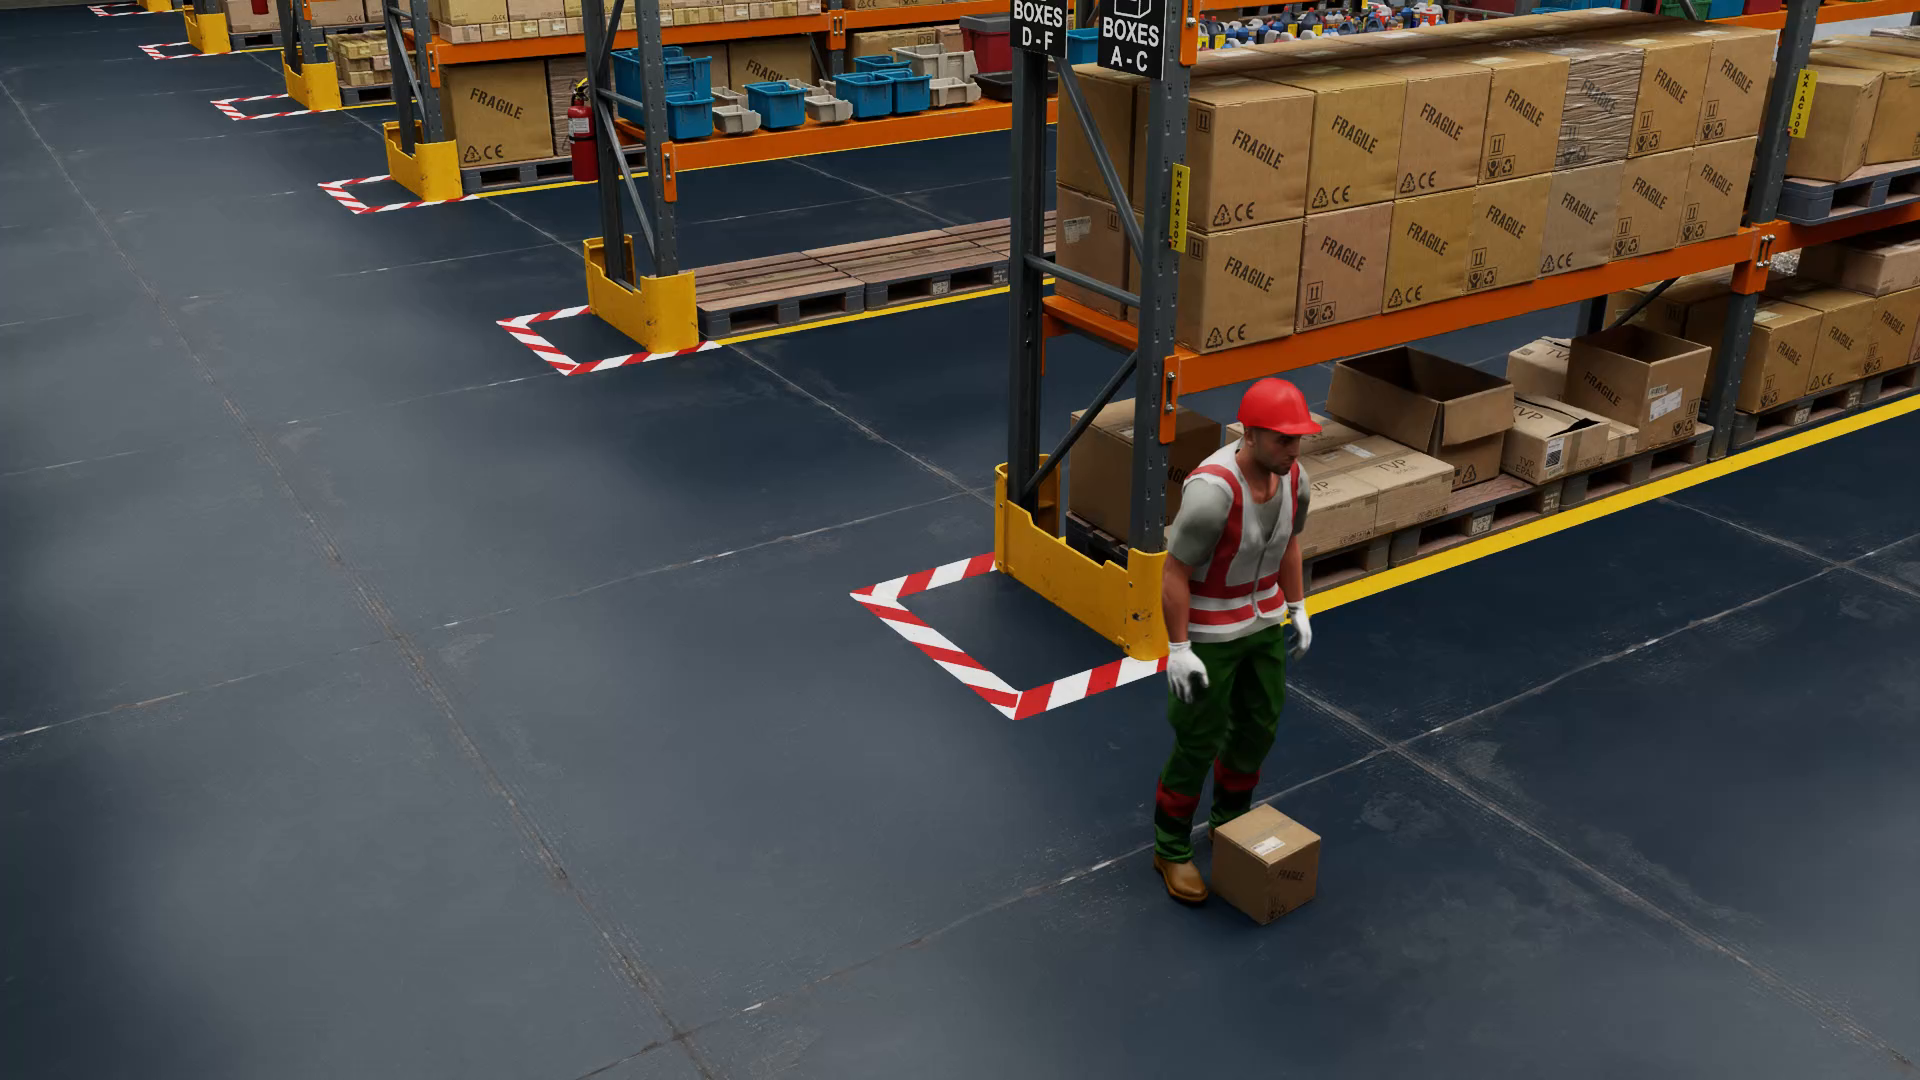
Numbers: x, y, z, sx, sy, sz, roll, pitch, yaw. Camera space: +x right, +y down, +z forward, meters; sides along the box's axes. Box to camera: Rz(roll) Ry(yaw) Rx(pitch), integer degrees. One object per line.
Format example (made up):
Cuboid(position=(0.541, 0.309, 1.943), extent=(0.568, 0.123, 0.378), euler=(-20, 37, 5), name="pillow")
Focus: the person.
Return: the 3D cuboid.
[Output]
Cuboid(position=(0.905, 0.310, 5.421), extent=(0.622, 1.779, 0.452), euler=(-16, 29, -31), name="person")
